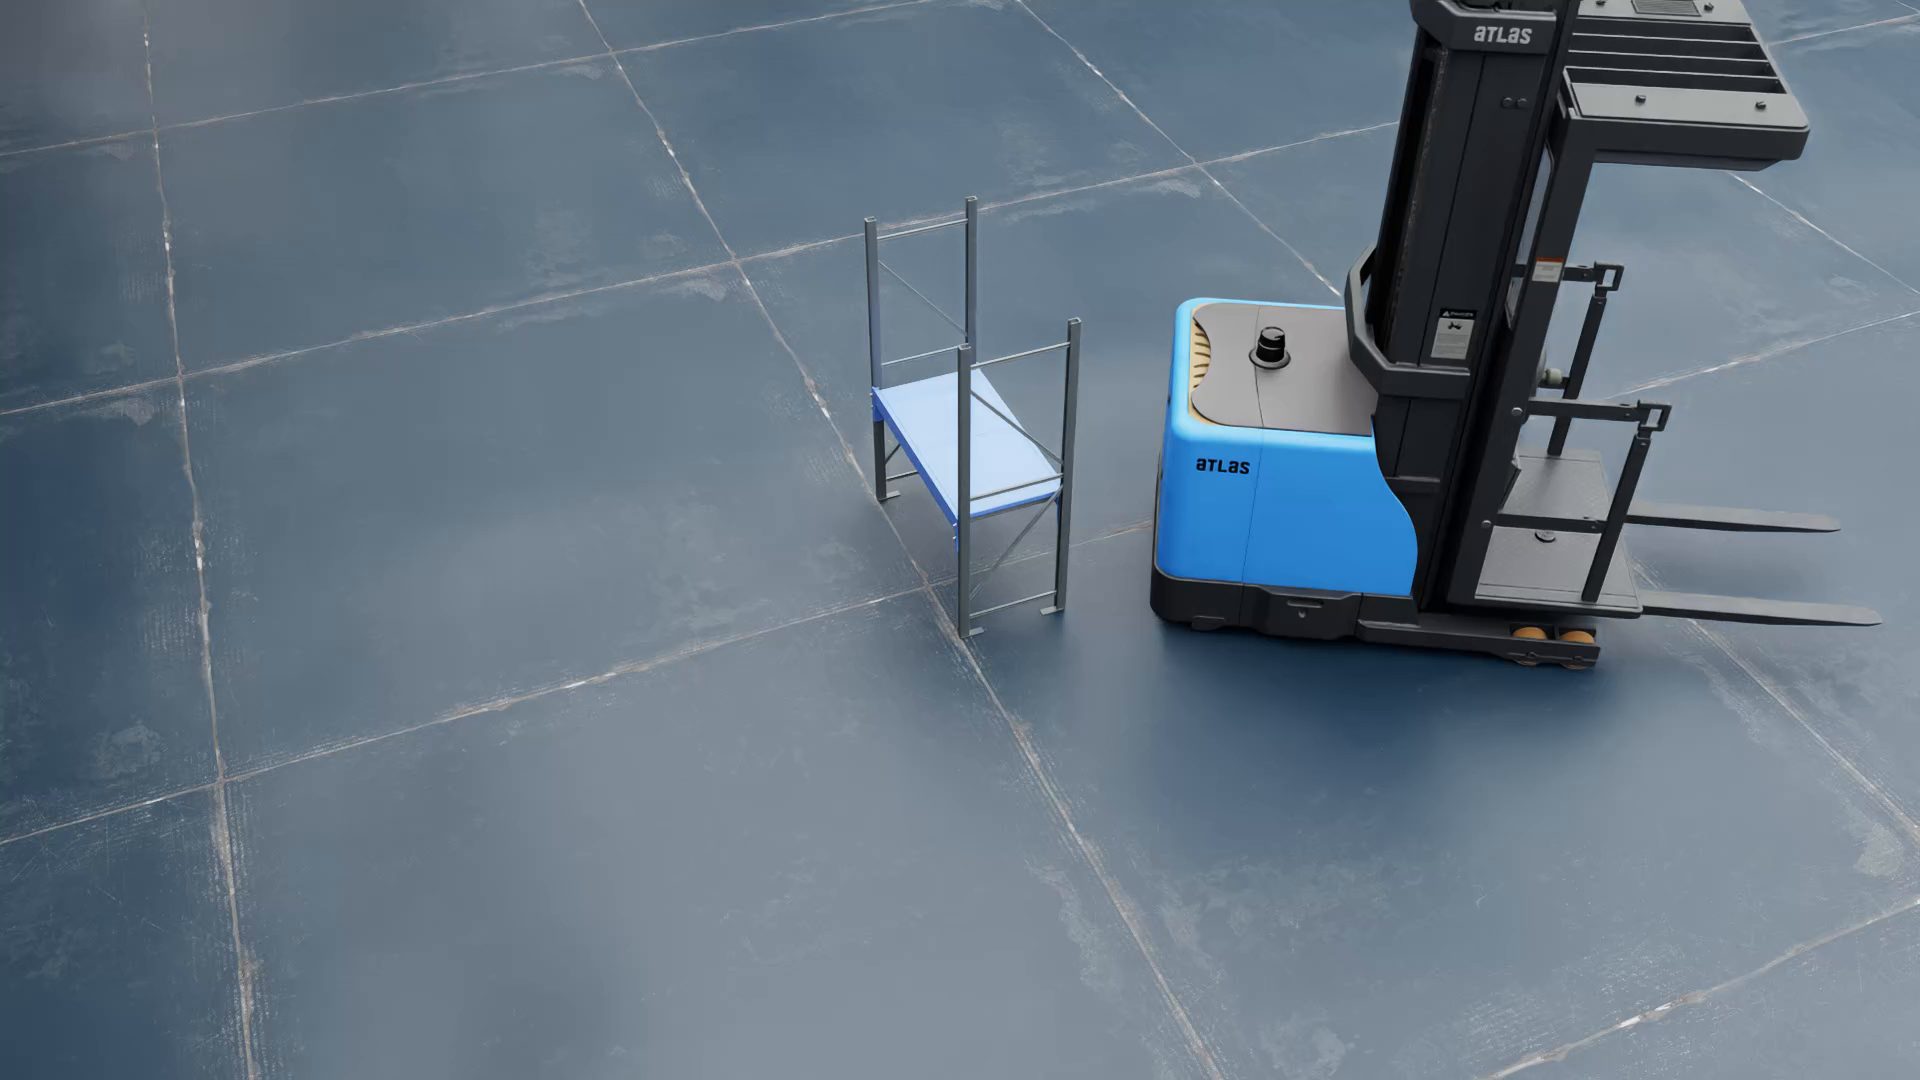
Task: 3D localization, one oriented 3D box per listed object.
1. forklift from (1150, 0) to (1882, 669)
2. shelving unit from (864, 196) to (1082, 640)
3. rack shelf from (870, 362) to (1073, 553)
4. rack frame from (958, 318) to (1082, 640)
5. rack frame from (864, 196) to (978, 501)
[{"bbox_3d":[2.382,-0.935,6.508,3.031,2.935,1.130,5,41,5],"label":"forklift"},{"bbox_3d":[0.033,-0.517,7.120,0.538,1.500,1.048,-15,43,-17],"label":"shelving unit"},{"bbox_3d":[0.033,-0.381,7.237,0.538,0.185,1.000,-15,43,-17],"label":"rack shelf"},{"bbox_3d":[0.227,-0.211,6.764,0.500,1.500,0.032,-15,43,-17],"label":"rack frame"},{"bbox_3d":[-0.162,-0.823,7.476,0.500,1.500,0.032,-15,43,-17],"label":"rack frame"}]
